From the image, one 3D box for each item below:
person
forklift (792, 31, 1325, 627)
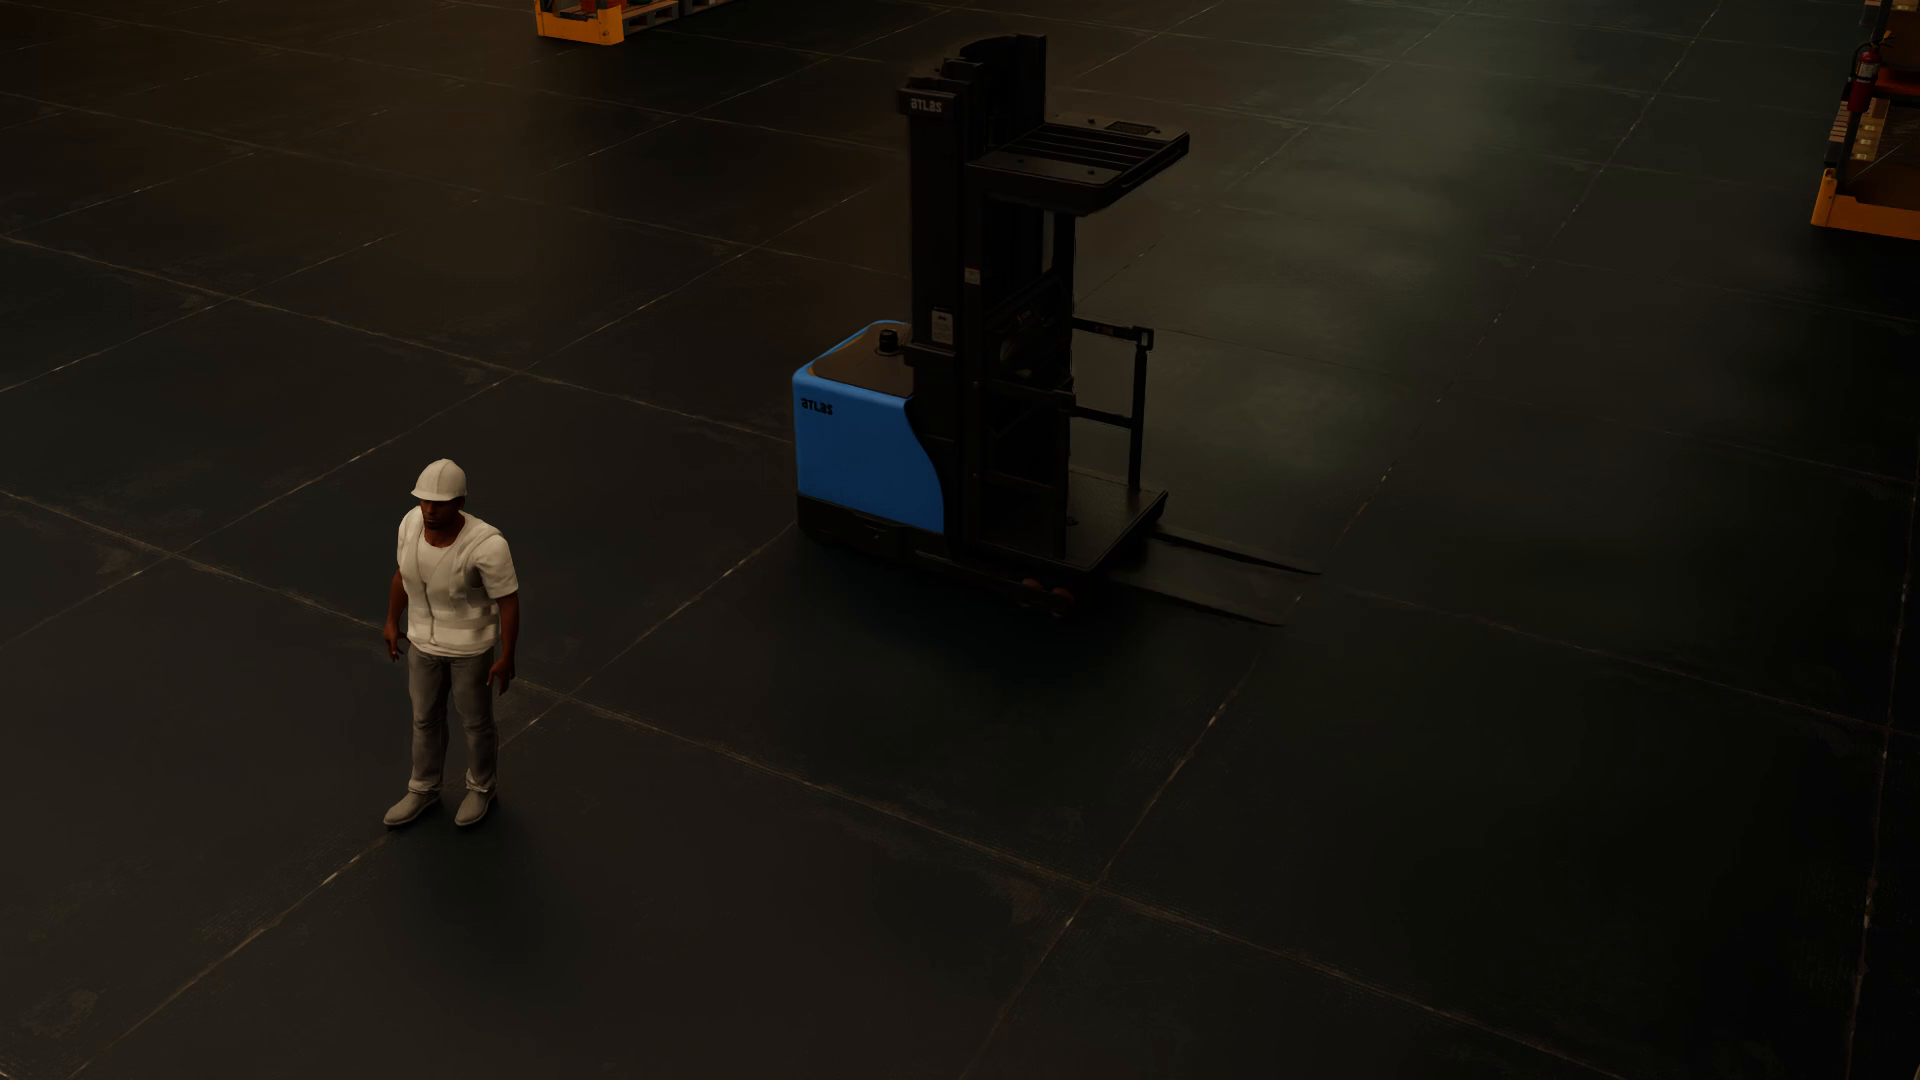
[{"bbox_3d":[-2.292,0.485,7.381,0.665,1.765,0.577,11,32,18],"label":"person"},{"bbox_3d":[0.554,-1.140,9.046,3.031,2.935,1.130,16,34,25],"label":"forklift"}]
